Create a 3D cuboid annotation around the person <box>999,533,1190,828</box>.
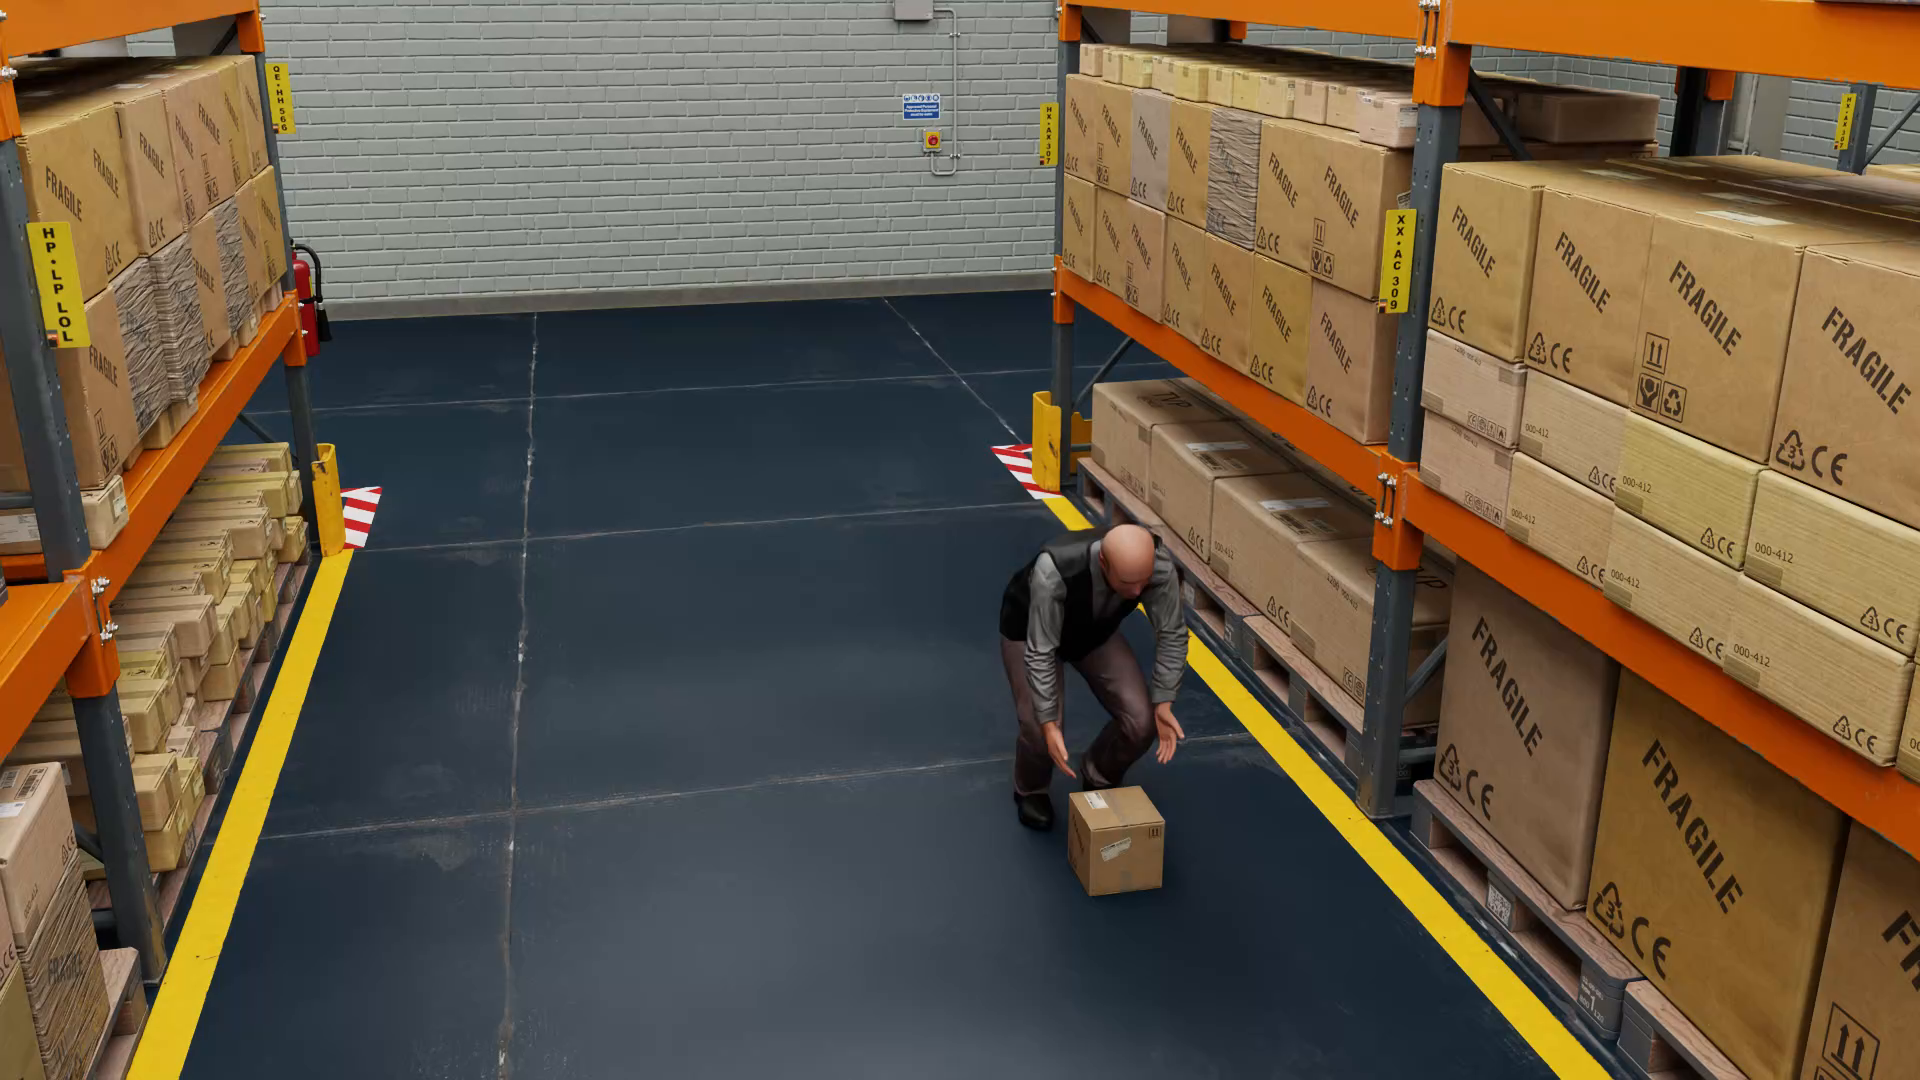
[{"bbox_3d":[0.454,0.433,5.717,0.573,1.168,0.815,-5,20,-13],"label":"person"}]
